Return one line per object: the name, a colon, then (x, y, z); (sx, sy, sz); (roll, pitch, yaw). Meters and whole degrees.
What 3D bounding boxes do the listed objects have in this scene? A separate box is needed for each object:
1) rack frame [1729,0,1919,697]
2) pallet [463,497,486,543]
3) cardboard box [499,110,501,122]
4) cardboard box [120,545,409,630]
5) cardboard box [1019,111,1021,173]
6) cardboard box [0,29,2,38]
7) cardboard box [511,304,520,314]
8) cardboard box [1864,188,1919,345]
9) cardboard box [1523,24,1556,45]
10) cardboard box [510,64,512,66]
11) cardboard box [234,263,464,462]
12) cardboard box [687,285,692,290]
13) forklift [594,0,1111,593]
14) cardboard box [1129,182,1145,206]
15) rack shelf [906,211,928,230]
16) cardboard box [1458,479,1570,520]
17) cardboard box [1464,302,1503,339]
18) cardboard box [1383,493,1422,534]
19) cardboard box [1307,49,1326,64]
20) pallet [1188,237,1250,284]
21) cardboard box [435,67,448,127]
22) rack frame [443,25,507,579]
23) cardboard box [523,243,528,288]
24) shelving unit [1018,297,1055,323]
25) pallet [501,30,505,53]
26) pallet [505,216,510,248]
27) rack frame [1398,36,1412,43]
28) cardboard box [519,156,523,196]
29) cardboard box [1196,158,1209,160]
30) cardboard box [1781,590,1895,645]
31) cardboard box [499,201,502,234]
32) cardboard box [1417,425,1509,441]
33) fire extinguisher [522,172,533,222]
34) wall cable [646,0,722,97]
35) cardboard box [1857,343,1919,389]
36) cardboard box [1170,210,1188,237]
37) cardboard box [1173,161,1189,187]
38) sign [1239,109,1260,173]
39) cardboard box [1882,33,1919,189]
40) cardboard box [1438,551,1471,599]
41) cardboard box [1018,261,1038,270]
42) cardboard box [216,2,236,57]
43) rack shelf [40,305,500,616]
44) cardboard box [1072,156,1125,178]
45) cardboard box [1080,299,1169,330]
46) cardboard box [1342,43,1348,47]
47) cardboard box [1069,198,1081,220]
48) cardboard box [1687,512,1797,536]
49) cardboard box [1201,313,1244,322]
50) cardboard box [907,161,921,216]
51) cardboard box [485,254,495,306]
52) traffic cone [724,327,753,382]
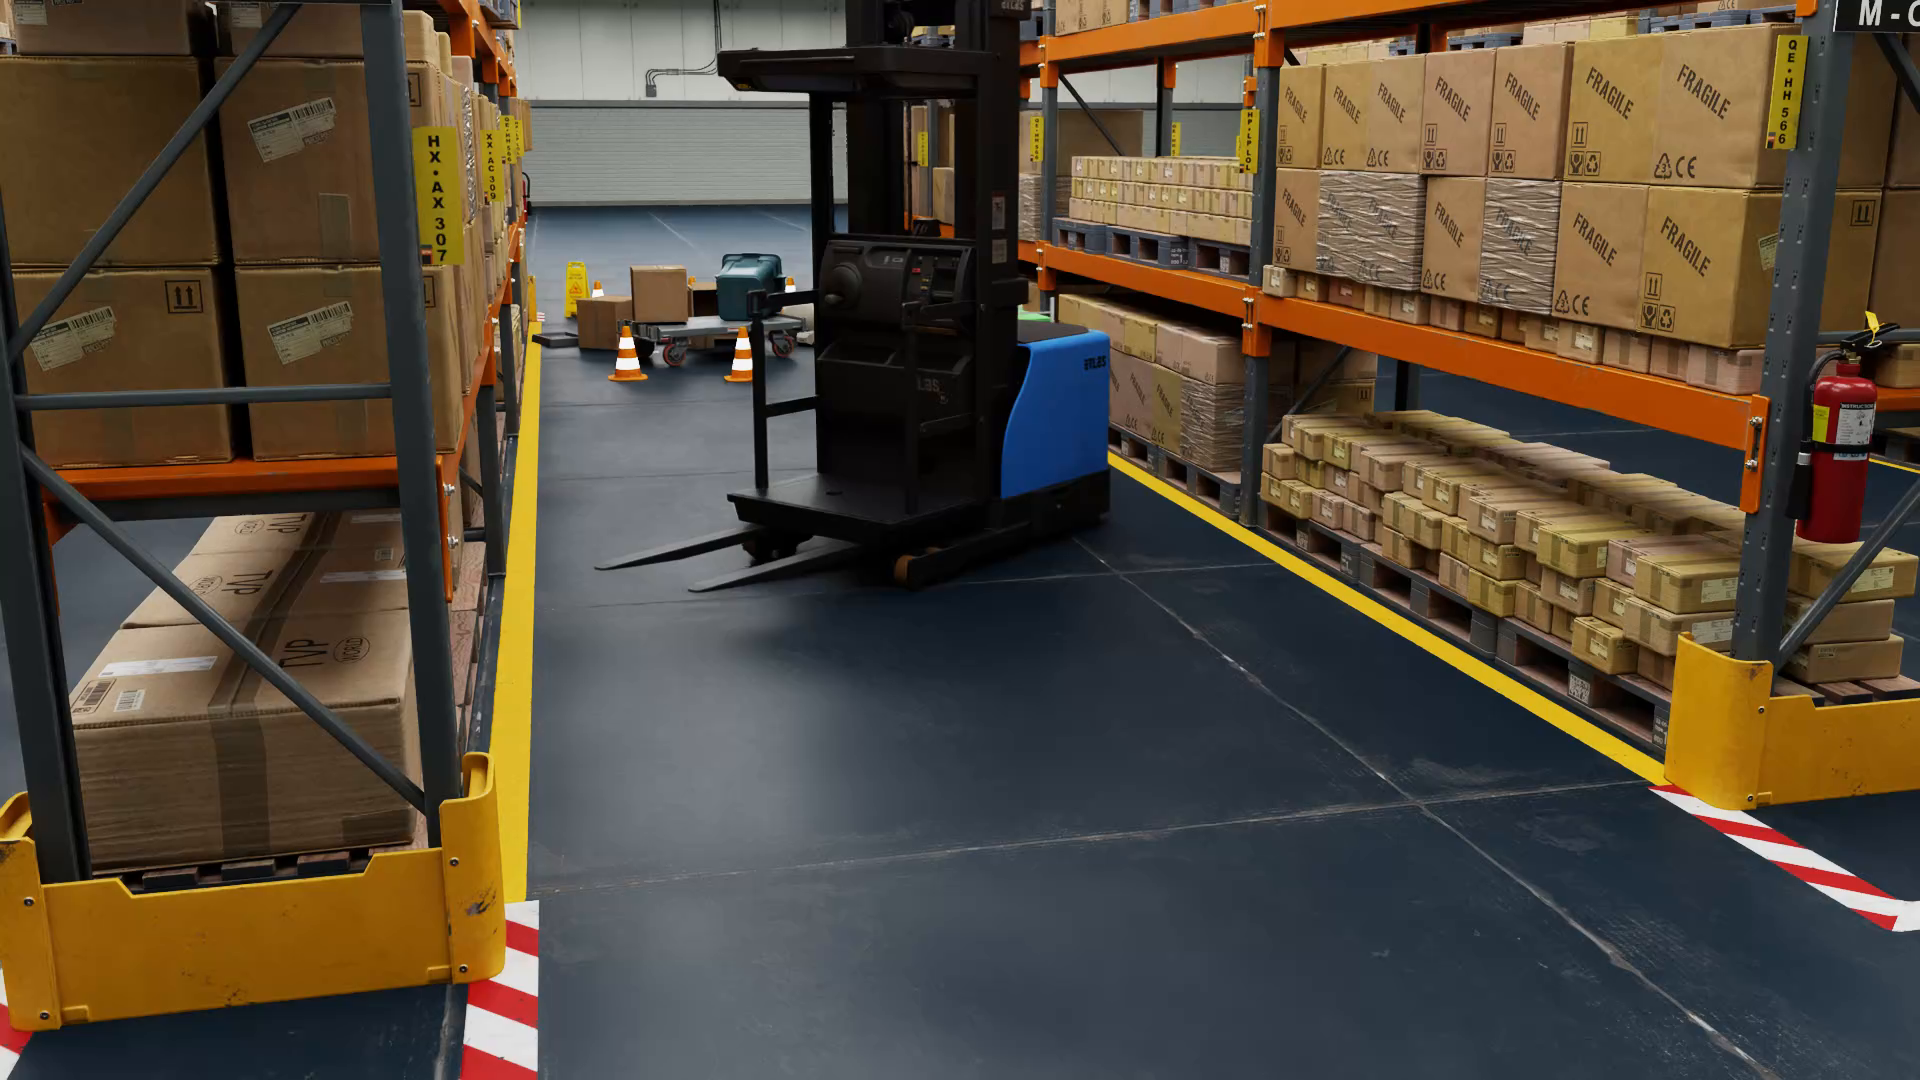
rack frame: (2.995, -0.636, 5.210); (1.000, 3.000, 0.127); (-3, 14, -13)
pallet: (-2.987, -0.079, 8.805); (1.003, 0.211, 1.213); (-3, 14, -13)
cardboard box: (-4.021, -3.503, 13.857); (0.380, 0.149, 0.250); (-4, 14, -16)
cardboard box: (-2.268, 0.346, 5.703); (0.875, 0.438, 0.875); (-3, 14, -12)
cardboard box: (0.778, -3.355, 14.021); (0.700, 0.500, 0.500); (-4, 14, -14)
cardboard box: (-9.825, -5.162, 16.604); (0.396, 0.266, 0.258); (-3, 14, -13)
cardboard box: (-4.486, -1.912, 15.084); (0.950, 0.372, 0.625); (-3, 14, -12)
cardboard box: (3.158, -0.948, 5.650); (0.500, 0.500, 0.500); (-3, 14, -11)
cardboard box: (5.366, -4.445, 14.796); (0.500, 0.250, 0.500); (-3, 14, -12)
cardboard box: (-4.791, -4.945, 17.054); (0.380, 0.149, 0.250); (-3, 14, -14)
cardboard box: (-1.627, -0.512, 4.493); (0.500, 0.500, 0.500); (-3, 14, -14)
cardboard box: (-2.677, -2.551, 18.309); (0.637, 0.503, 0.797); (10, 17, 35)
forklift: (-0.460, -1.319, 8.152); (1.130, 2.935, 3.031); (10, 17, 36)
cardboard box: (1.338, -2.288, 10.991); (0.380, 0.149, 0.250); (-3, 14, -14)
rack shelf: (-0.293, -3.516, 18.515); (1.077, 0.370, 4.000); (-3, 14, -13)
cardboard box: (2.366, -0.155, 7.110); (0.380, 0.149, 0.250); (-4, 14, -15)
cardboard box: (2.349, -0.936, 6.967); (0.380, 0.149, 0.250); (-3, 14, -12)
cardboard box: (2.169, -0.125, 7.612); (0.380, 0.149, 0.250); (-3, 14, -14)
cardboard box: (4.311, -5.486, 19.058); (0.500, 0.250, 0.500); (-3, 14, -12)
pallet: (2.017, -1.650, 9.765); (1.003, 0.211, 1.213); (-3, 14, -13)
cardboard box: (-1.757, -1.117, 4.860); (0.500, 0.500, 0.500); (-4, 14, -15)
rack frame: (-2.732, -1.260, 7.763); (1.000, 3.000, 0.127); (-3, 14, -13)
cardboard box: (-4.983, -2.970, 18.092); (0.500, 0.500, 0.500); (-3, 14, -11)
shelving unit: (0.348, -0.863, 9.933); (0.258, 1.200, 0.503); (-5, 15, -19)
pallet: (-4.570, -4.323, 14.376); (1.213, 0.211, 1.003); (-3, 14, -13)
pallet: (-3.943, -2.248, 12.211); (1.213, 0.211, 1.003); (-3, 14, -13)
rack frame: (5.022, -6.572, 16.866); (1.000, 3.000, 0.127); (-3, 14, -13)
cardboard box: (-5.042, -3.995, 18.123); (0.500, 0.500, 0.500); (-3, 14, -13)
cardboard box: (1.861, -2.585, 11.579); (0.380, 0.149, 0.250); (-3, 14, -12)
cardboard box: (3.121, 0.265, 6.017); (0.380, 0.149, 0.250); (-3, 14, -11)
cardboard box: (-2.925, -1.900, 9.647); (0.500, 0.250, 0.500); (-4, 14, -15)
cardboard box: (2.556, -0.486, 8.463); (0.380, 0.149, 0.250); (-3, 14, -14)
fire extinguisher: (-5.130, -4.042, 19.316); (0.296, 0.674, 0.183); (-3, 14, -13)
wall cable: (-8.308, -16.306, 49.541); (2.305, 6.003, 0.169); (-3, 14, -13)
cardboard box: (3.238, -0.607, 5.621); (0.380, 0.149, 0.250); (-3, 14, -14)
cardboard box: (1.522, -1.961, 10.276); (0.380, 0.149, 0.250); (-4, 14, -16)
cardboard box: (1.533, -2.251, 10.210); (0.380, 0.149, 0.250); (-4, 14, -15)
sign: (1.517, -2.090, 8.720); (0.100, 0.325, 0.005); (-3, 14, -13)
cardboard box: (3.148, -1.433, 5.529); (0.500, 0.500, 0.500); (-3, 14, -14)
cardboard box: (2.295, 0.140, 7.157); (0.380, 0.149, 0.250); (-3, 14, -12)
cardboard box: (0.633, -2.155, 15.281); (1.050, 0.750, 0.750); (-3, 14, -13)
cardboard box: (-1.738, -1.340, 4.408); (0.380, 0.149, 0.250); (-3, 14, -12)
rack shelf: (-2.263, -0.449, 5.960); (1.077, 0.370, 4.000); (-3, 14, -13)
cardboard box: (1.037, -2.734, 12.189); (0.380, 0.149, 0.250); (-3, 14, -13)
cardboard box: (1.162, -1.546, 11.737); (0.500, 0.250, 0.500); (-3, 14, -14)
cardboard box: (4.469, -5.540, 18.439); (0.380, 0.149, 0.250); (-3, 14, -11)
cardboard box: (1.025, -2.449, 12.276); (0.380, 0.149, 0.250); (-3, 14, -14)
cardboard box: (3.086, -0.006, 6.501); (0.380, 0.149, 0.250); (-3, 14, -13)
cardboard box: (1.896, -1.339, 10.888); (0.500, 0.250, 0.500); (-3, 14, -11)
cardboard box: (-0.073, -3.687, 17.384); (0.875, 0.550, 0.550); (-3, 14, -13)
cardboard box: (-2.579, -1.303, 8.256); (0.500, 0.250, 0.500); (-4, 14, -14)
traffic cone: (-1.919, -1.654, 14.721); (0.336, 0.463, 0.334); (-3, 14, -13)
